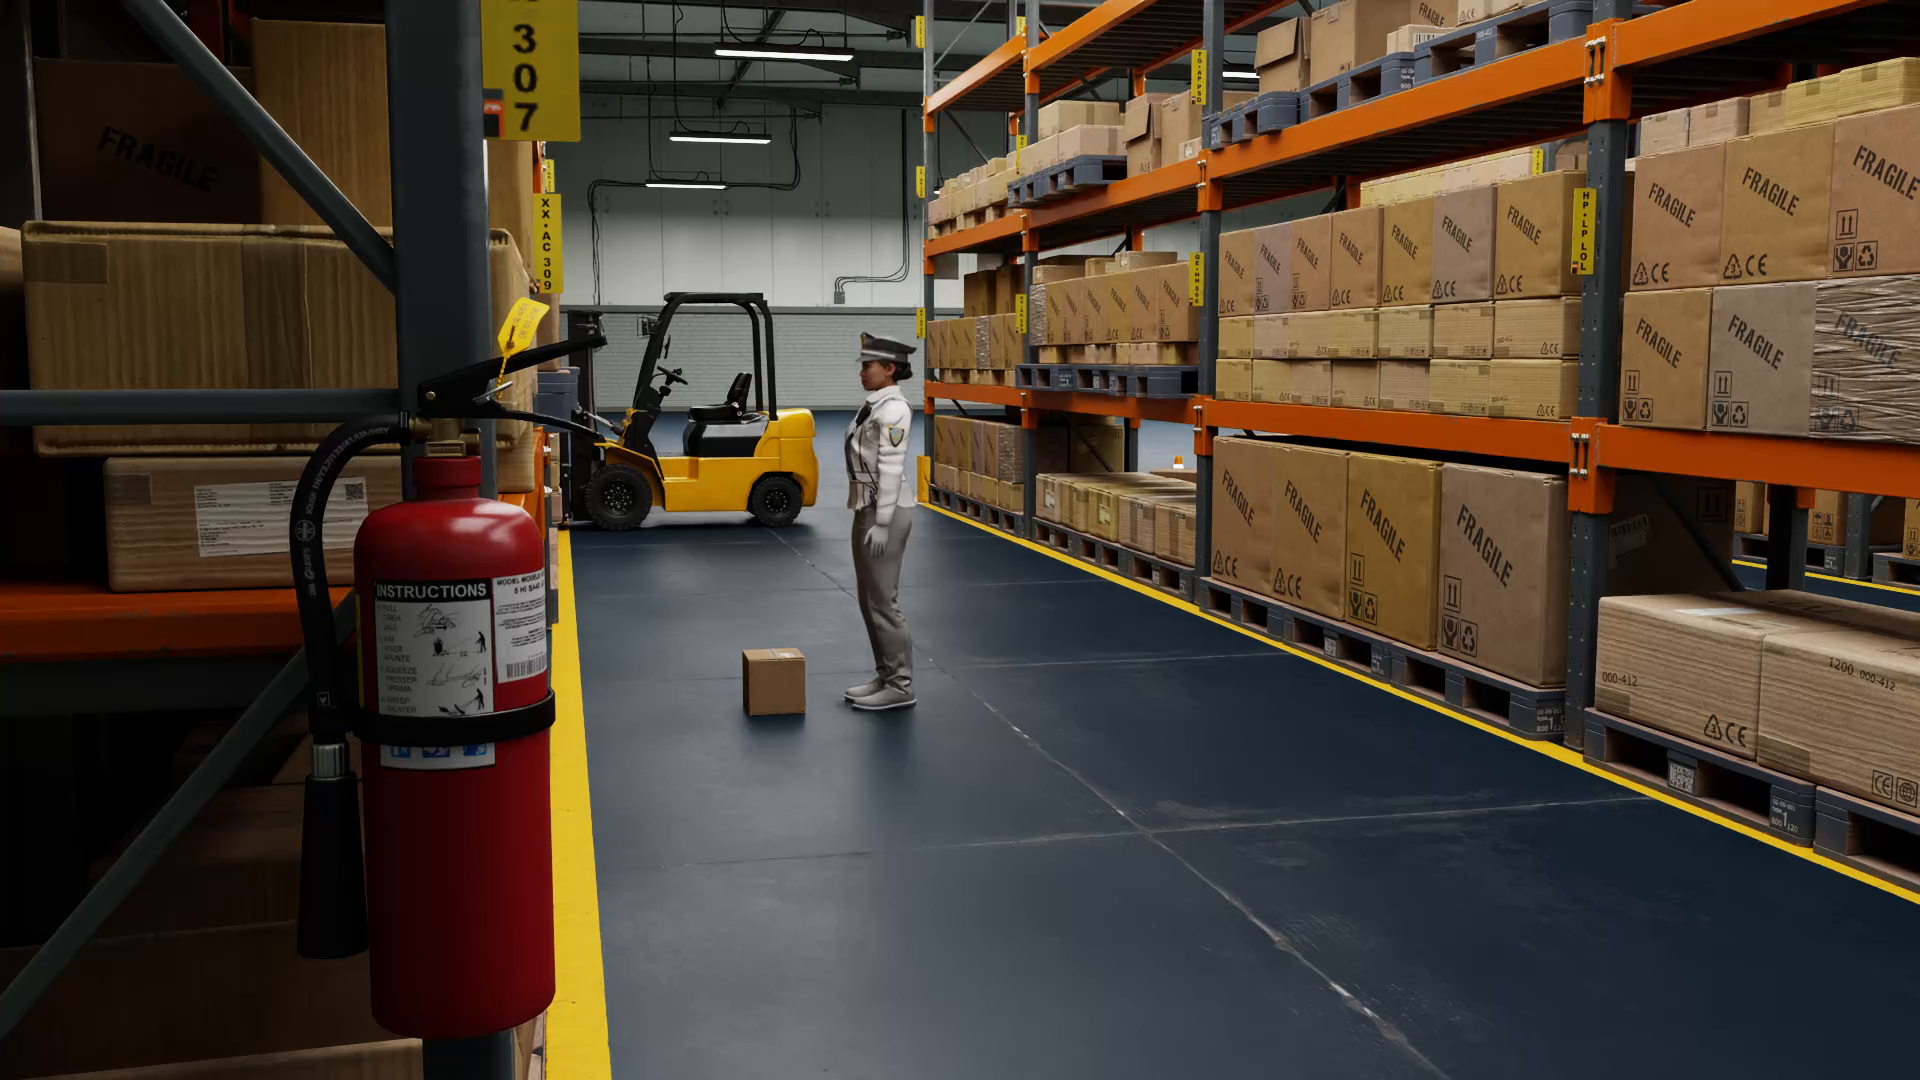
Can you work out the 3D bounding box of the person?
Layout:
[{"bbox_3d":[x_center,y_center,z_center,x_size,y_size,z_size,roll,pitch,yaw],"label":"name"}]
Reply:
[{"bbox_3d":[2.166,-0.708,10.662,6.693,2.202,5.749,-1,6,-12],"label":"person"}]
